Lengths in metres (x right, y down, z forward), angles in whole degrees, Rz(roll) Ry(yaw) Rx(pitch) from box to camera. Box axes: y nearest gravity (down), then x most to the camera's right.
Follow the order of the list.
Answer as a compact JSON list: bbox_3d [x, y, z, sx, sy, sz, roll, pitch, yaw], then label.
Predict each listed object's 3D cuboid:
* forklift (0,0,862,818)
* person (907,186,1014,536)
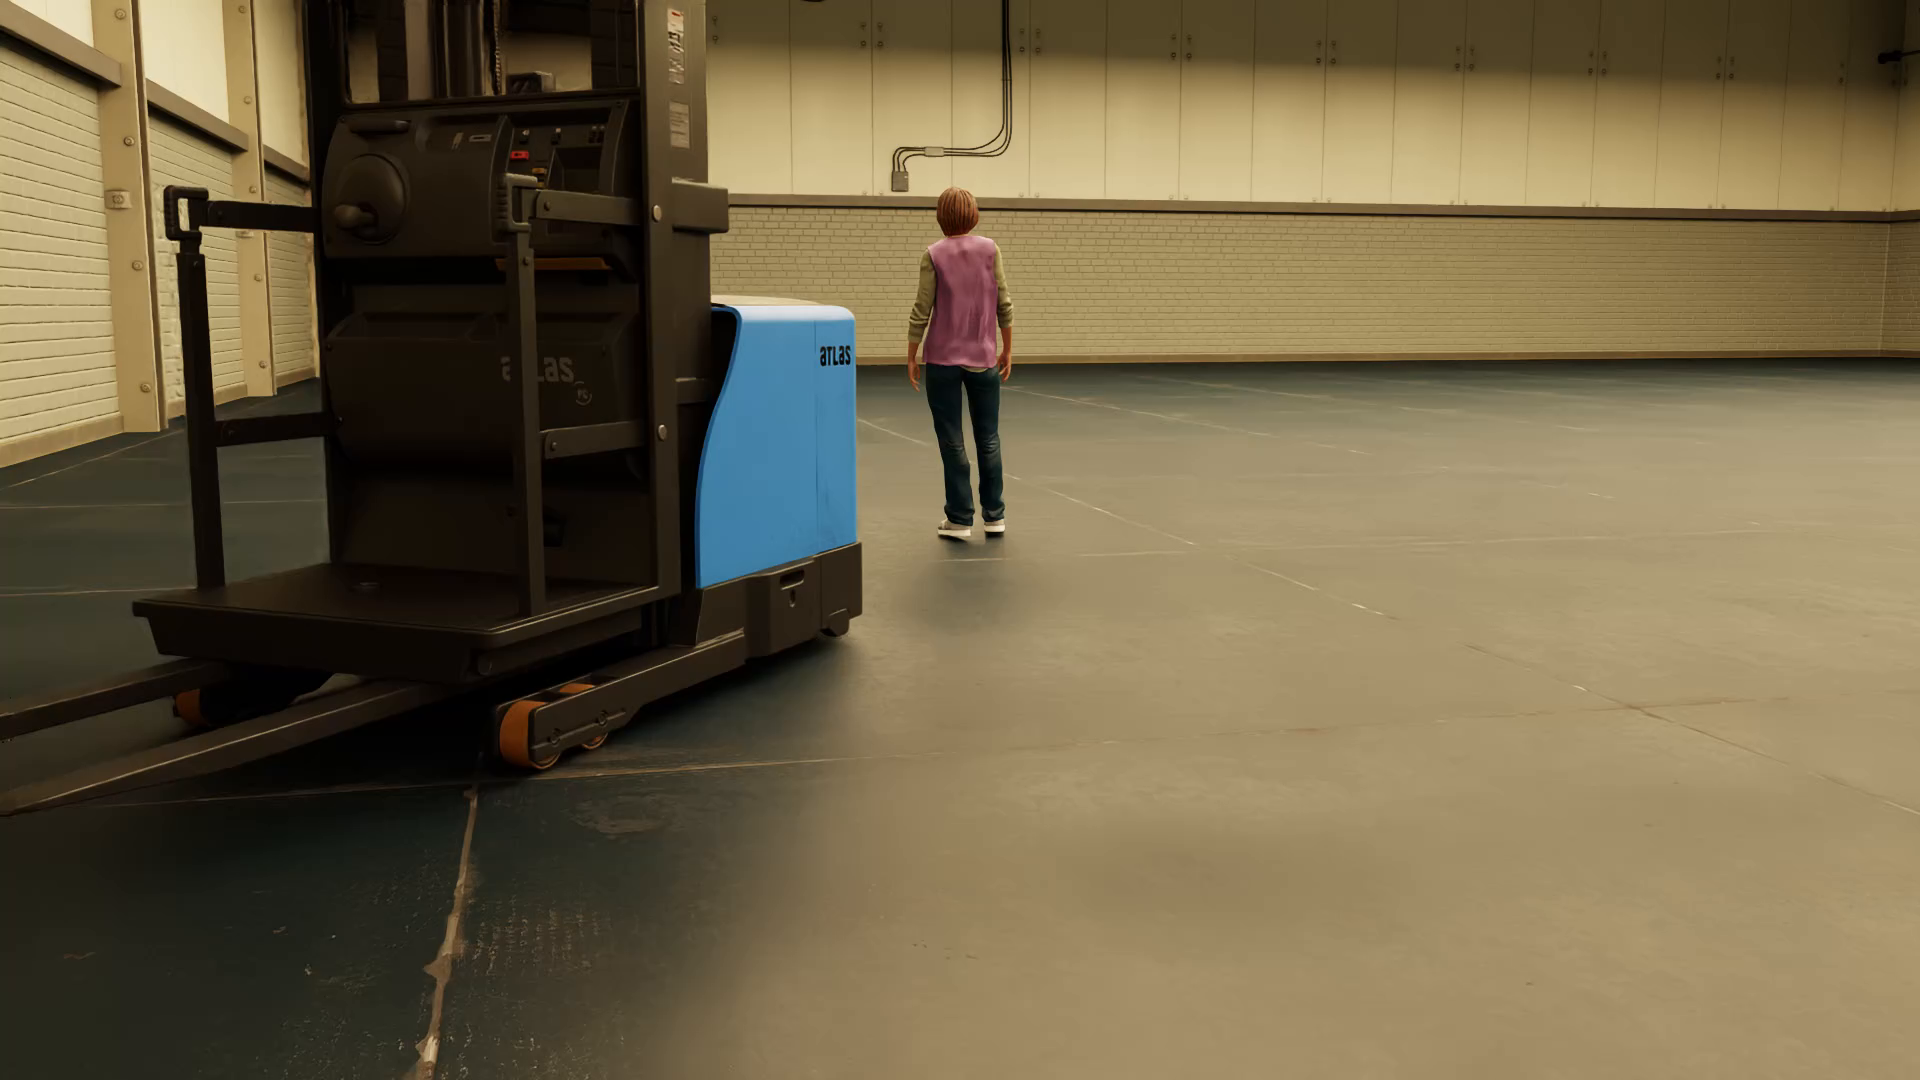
[{"bbox_3d":[-1.351,-0.980,4.140,1.130,2.935,3.031,3,9,22],"label":"forklift"},{"bbox_3d":[-0.003,-0.809,7.669,0.520,1.597,0.476,-2,8,-13],"label":"person"}]
